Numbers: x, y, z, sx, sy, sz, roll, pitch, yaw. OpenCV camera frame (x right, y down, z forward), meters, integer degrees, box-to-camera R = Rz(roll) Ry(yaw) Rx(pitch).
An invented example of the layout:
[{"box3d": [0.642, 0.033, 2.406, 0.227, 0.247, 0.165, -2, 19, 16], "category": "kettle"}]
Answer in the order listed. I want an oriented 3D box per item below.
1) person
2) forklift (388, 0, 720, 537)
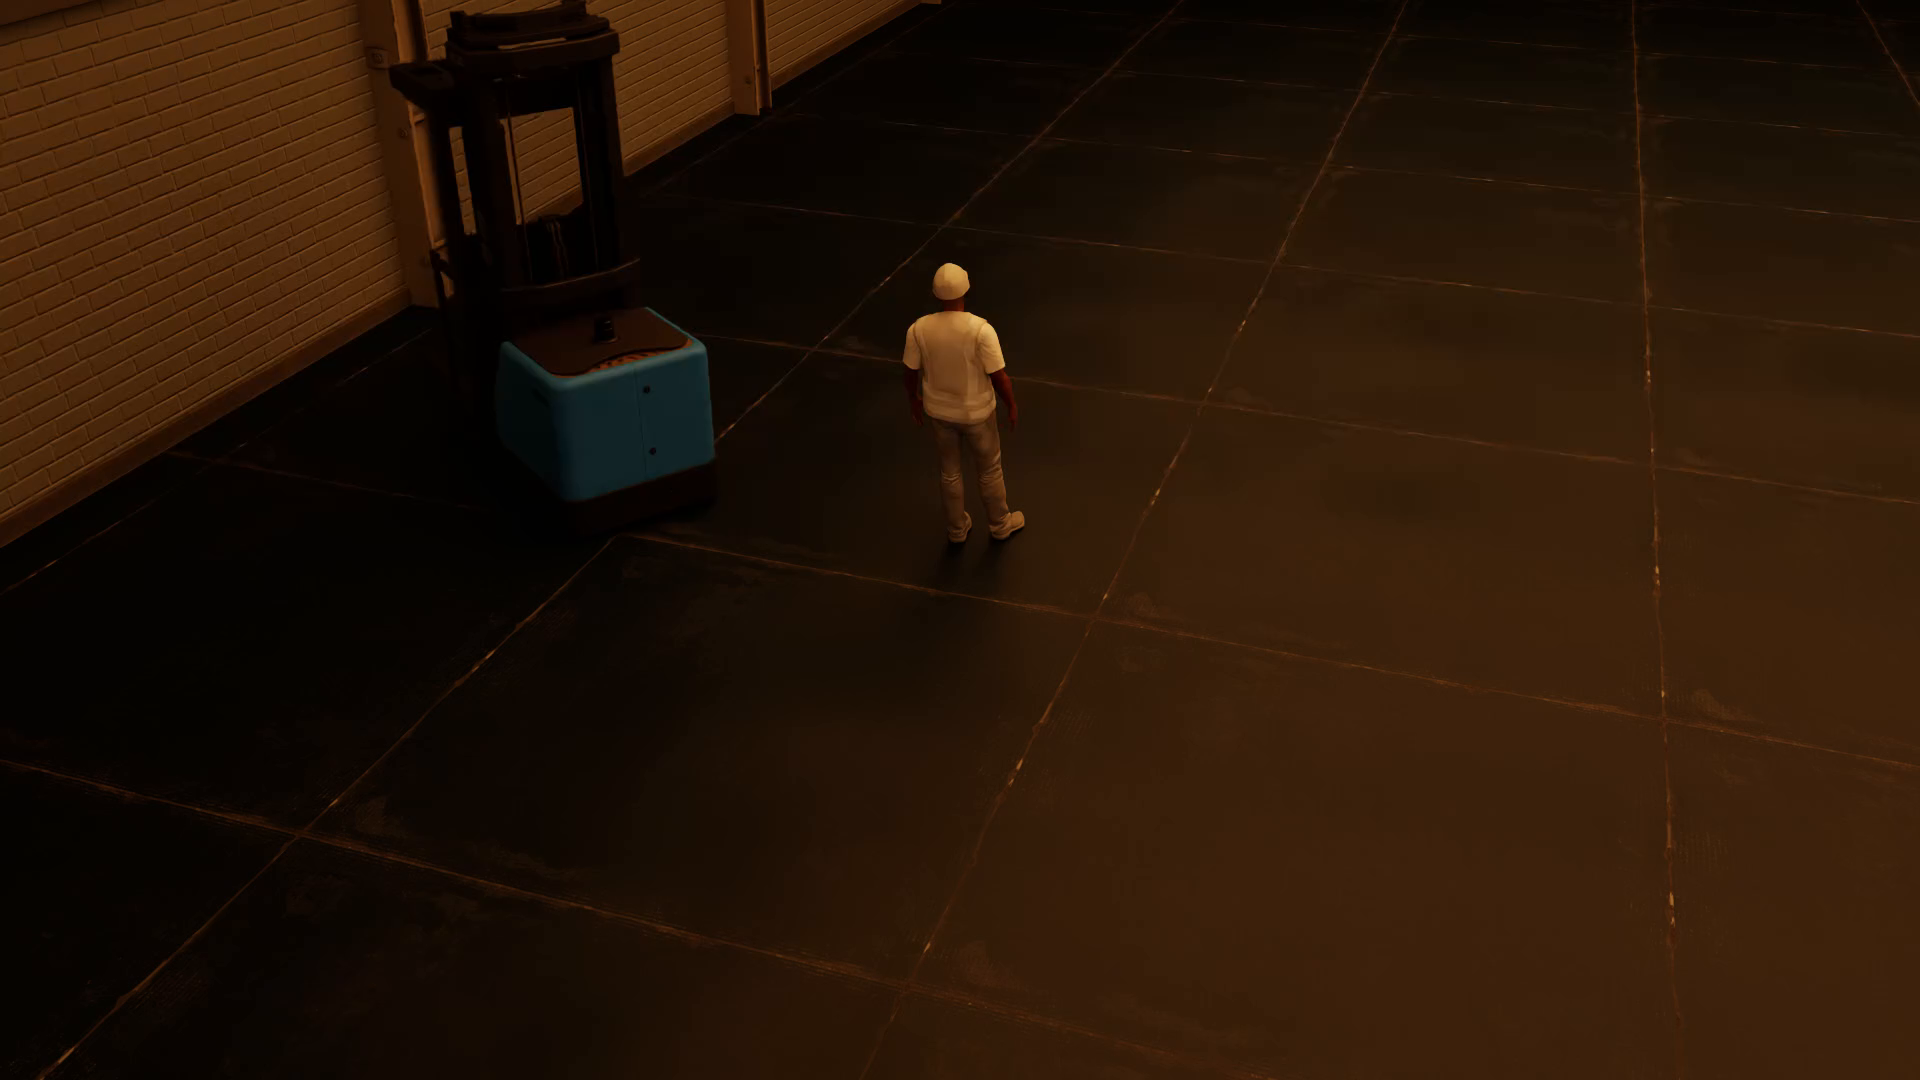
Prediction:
[{"box3d": [0.029, -0.805, 9.710, 0.665, 1.765, 0.577, 10, 31, 16], "category": "person"}, {"box3d": [-2.787, -1.964, 10.581, 1.130, 2.935, 3.031, -20, 35, -31], "category": "forklift"}]
